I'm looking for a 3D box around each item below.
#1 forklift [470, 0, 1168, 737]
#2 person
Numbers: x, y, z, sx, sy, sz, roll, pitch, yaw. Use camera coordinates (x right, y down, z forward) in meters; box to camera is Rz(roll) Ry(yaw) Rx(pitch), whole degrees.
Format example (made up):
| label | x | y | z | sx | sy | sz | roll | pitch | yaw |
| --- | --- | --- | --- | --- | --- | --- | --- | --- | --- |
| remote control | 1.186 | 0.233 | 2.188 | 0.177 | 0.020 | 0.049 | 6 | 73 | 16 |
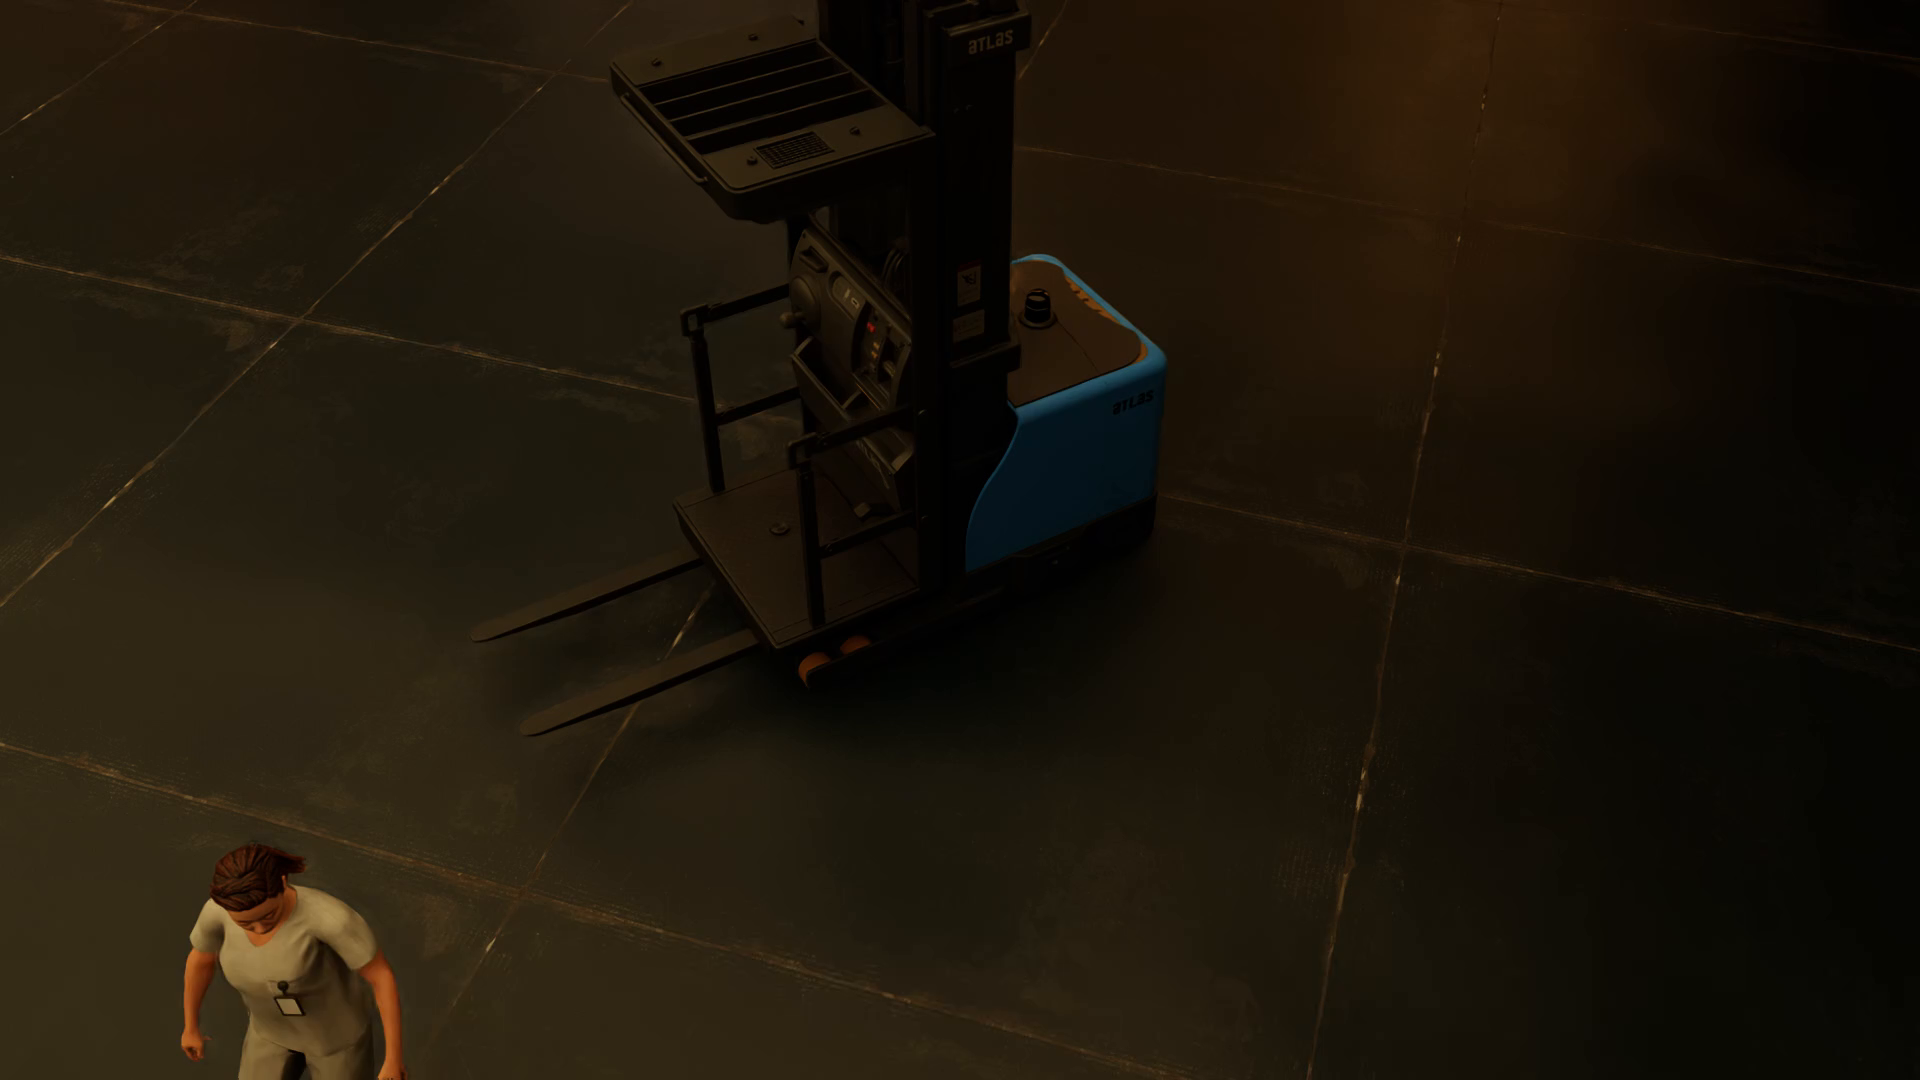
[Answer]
| label | x | y | z | sx | sy | sz | roll | pitch | yaw |
| --- | --- | --- | --- | --- | --- | --- | --- | --- | --- |
| forklift | -0.621 | -0.844 | 6.596 | 3.031 | 2.935 | 1.130 | -22 | 47 | -22 |
| person | -1.949 | 1.508 | 5.027 | 0.760 | 1.678 | 0.481 | 10 | 44 | 10 |
